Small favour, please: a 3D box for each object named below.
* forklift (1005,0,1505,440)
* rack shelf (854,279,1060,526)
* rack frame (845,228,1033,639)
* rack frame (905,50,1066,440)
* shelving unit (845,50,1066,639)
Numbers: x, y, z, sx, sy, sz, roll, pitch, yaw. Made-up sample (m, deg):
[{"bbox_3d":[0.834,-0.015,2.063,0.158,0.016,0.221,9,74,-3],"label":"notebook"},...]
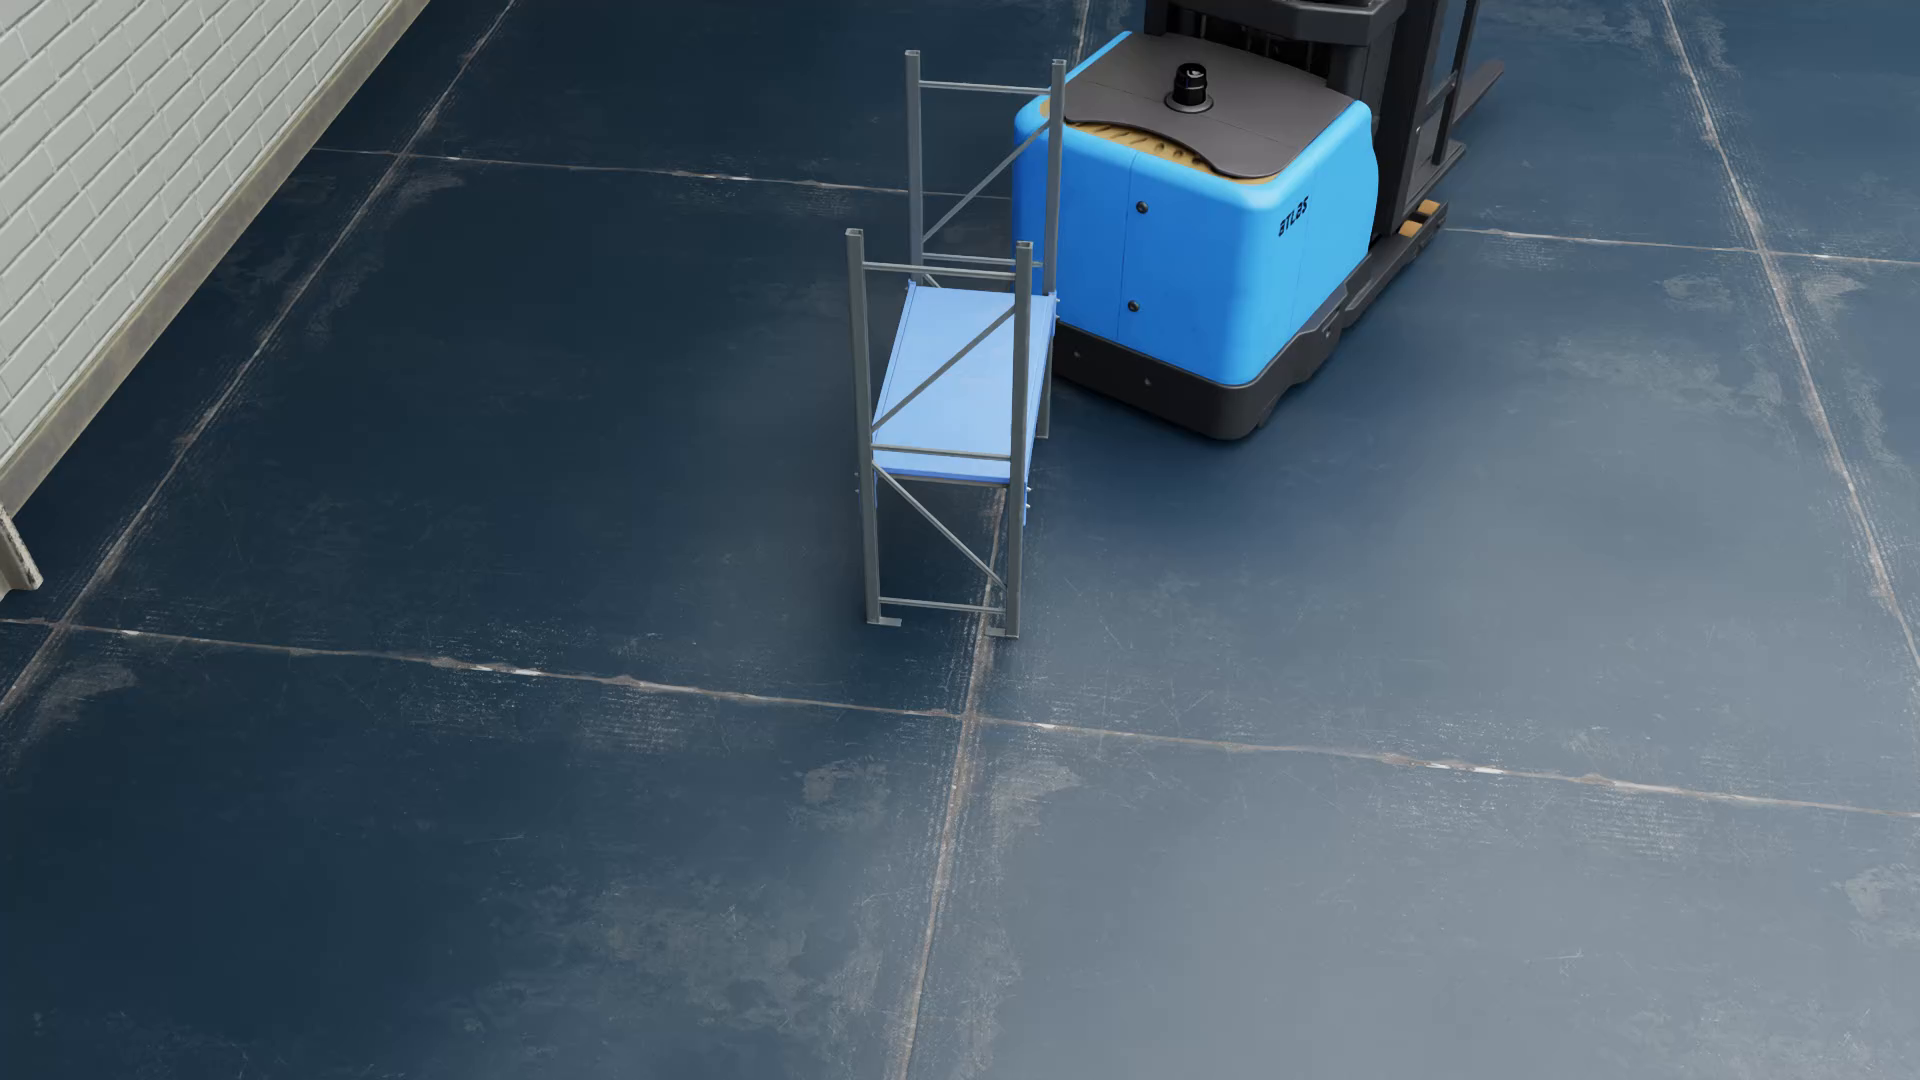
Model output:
[{"bbox_3d":[1.419,-2.407,6.160,1.130,2.935,3.031,25,49,24],"label":"forklift"},{"bbox_3d":[0.011,-0.472,5.419,0.538,0.185,1.000,5,44,6],"label":"rack shelf"},{"bbox_3d":[-0.056,-0.256,4.930,0.500,1.500,0.032,5,44,6],"label":"rack frame"},{"bbox_3d":[0.078,-0.949,5.662,0.500,1.500,0.032,5,44,6],"label":"rack frame"},{"bbox_3d":[0.011,-0.603,5.296,0.538,1.500,1.048,5,44,6],"label":"shelving unit"}]
